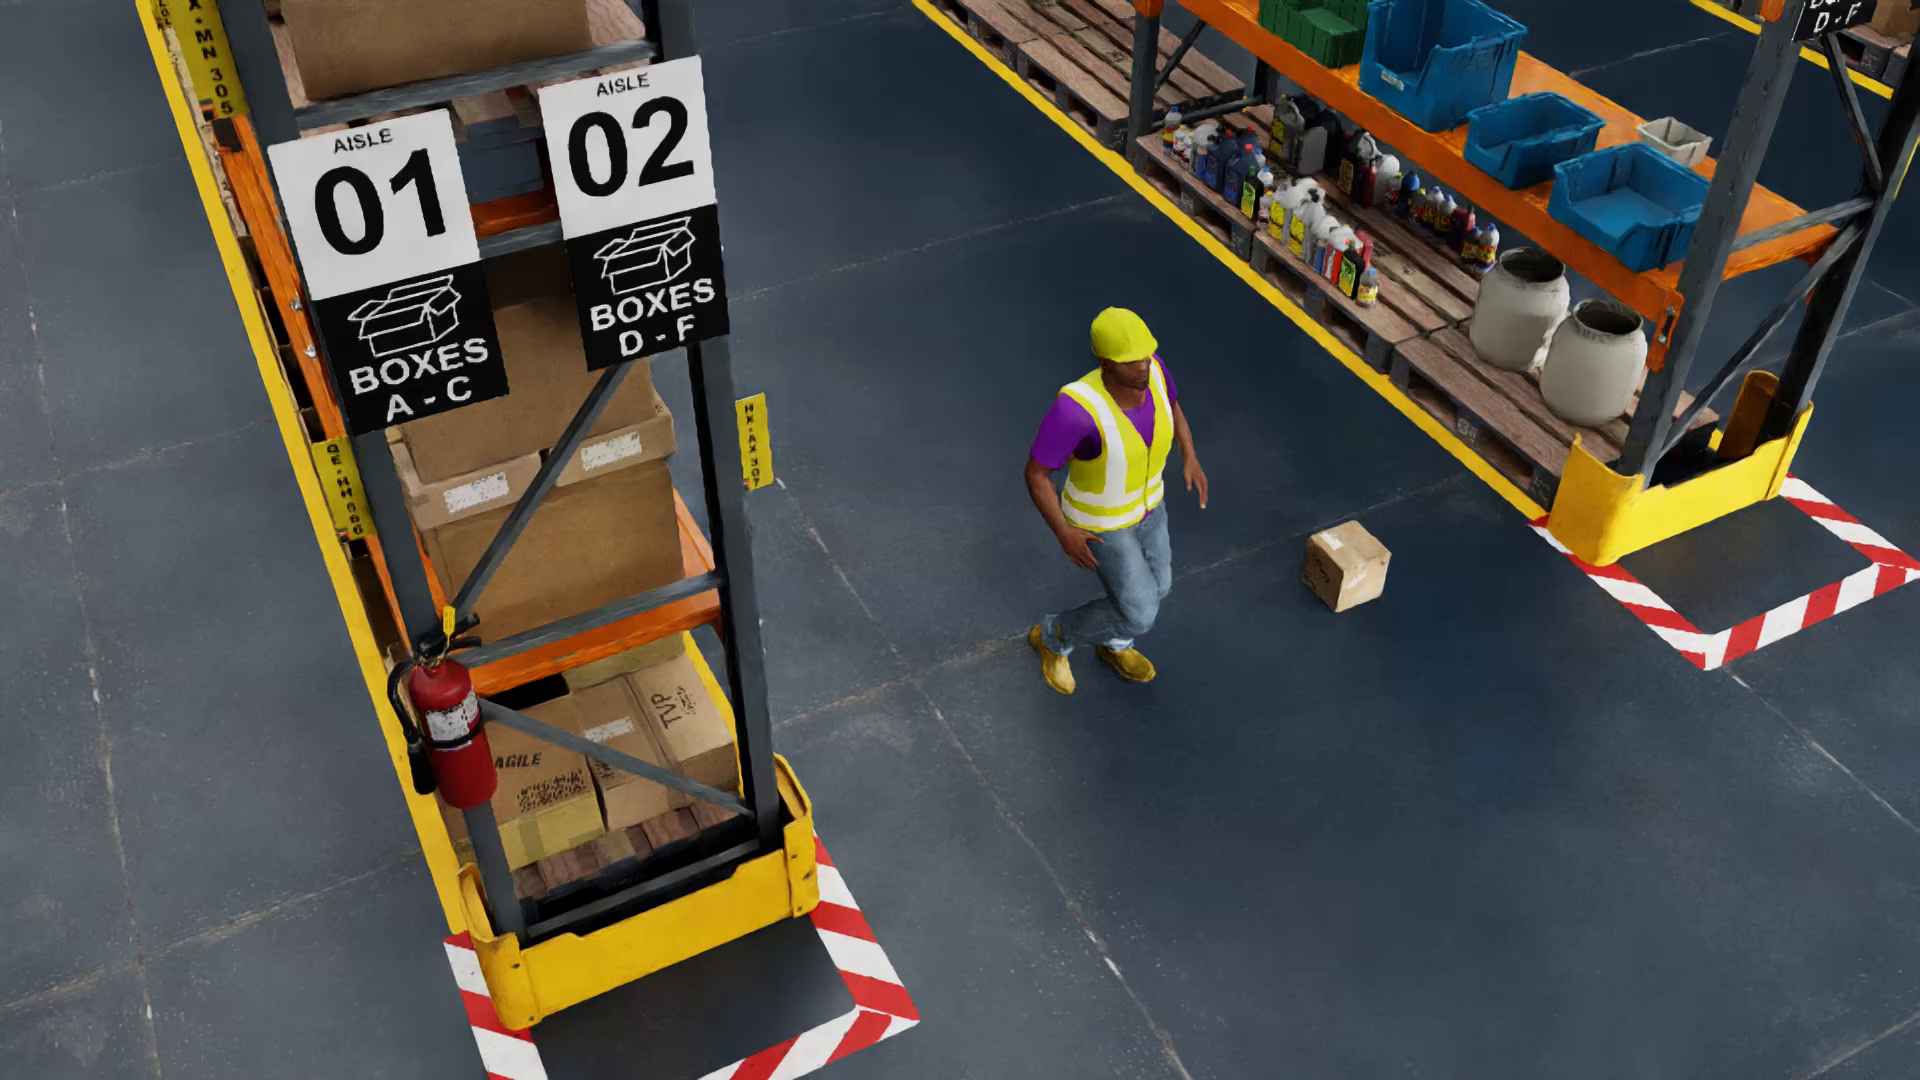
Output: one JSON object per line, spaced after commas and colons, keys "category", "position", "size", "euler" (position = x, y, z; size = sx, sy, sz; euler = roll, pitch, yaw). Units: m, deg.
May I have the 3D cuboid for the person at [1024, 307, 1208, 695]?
{"category": "person", "position": [0.632, -0.125, 6.309], "size": [0.507, 1.729, 0.749], "euler": [28, 48, 29]}
